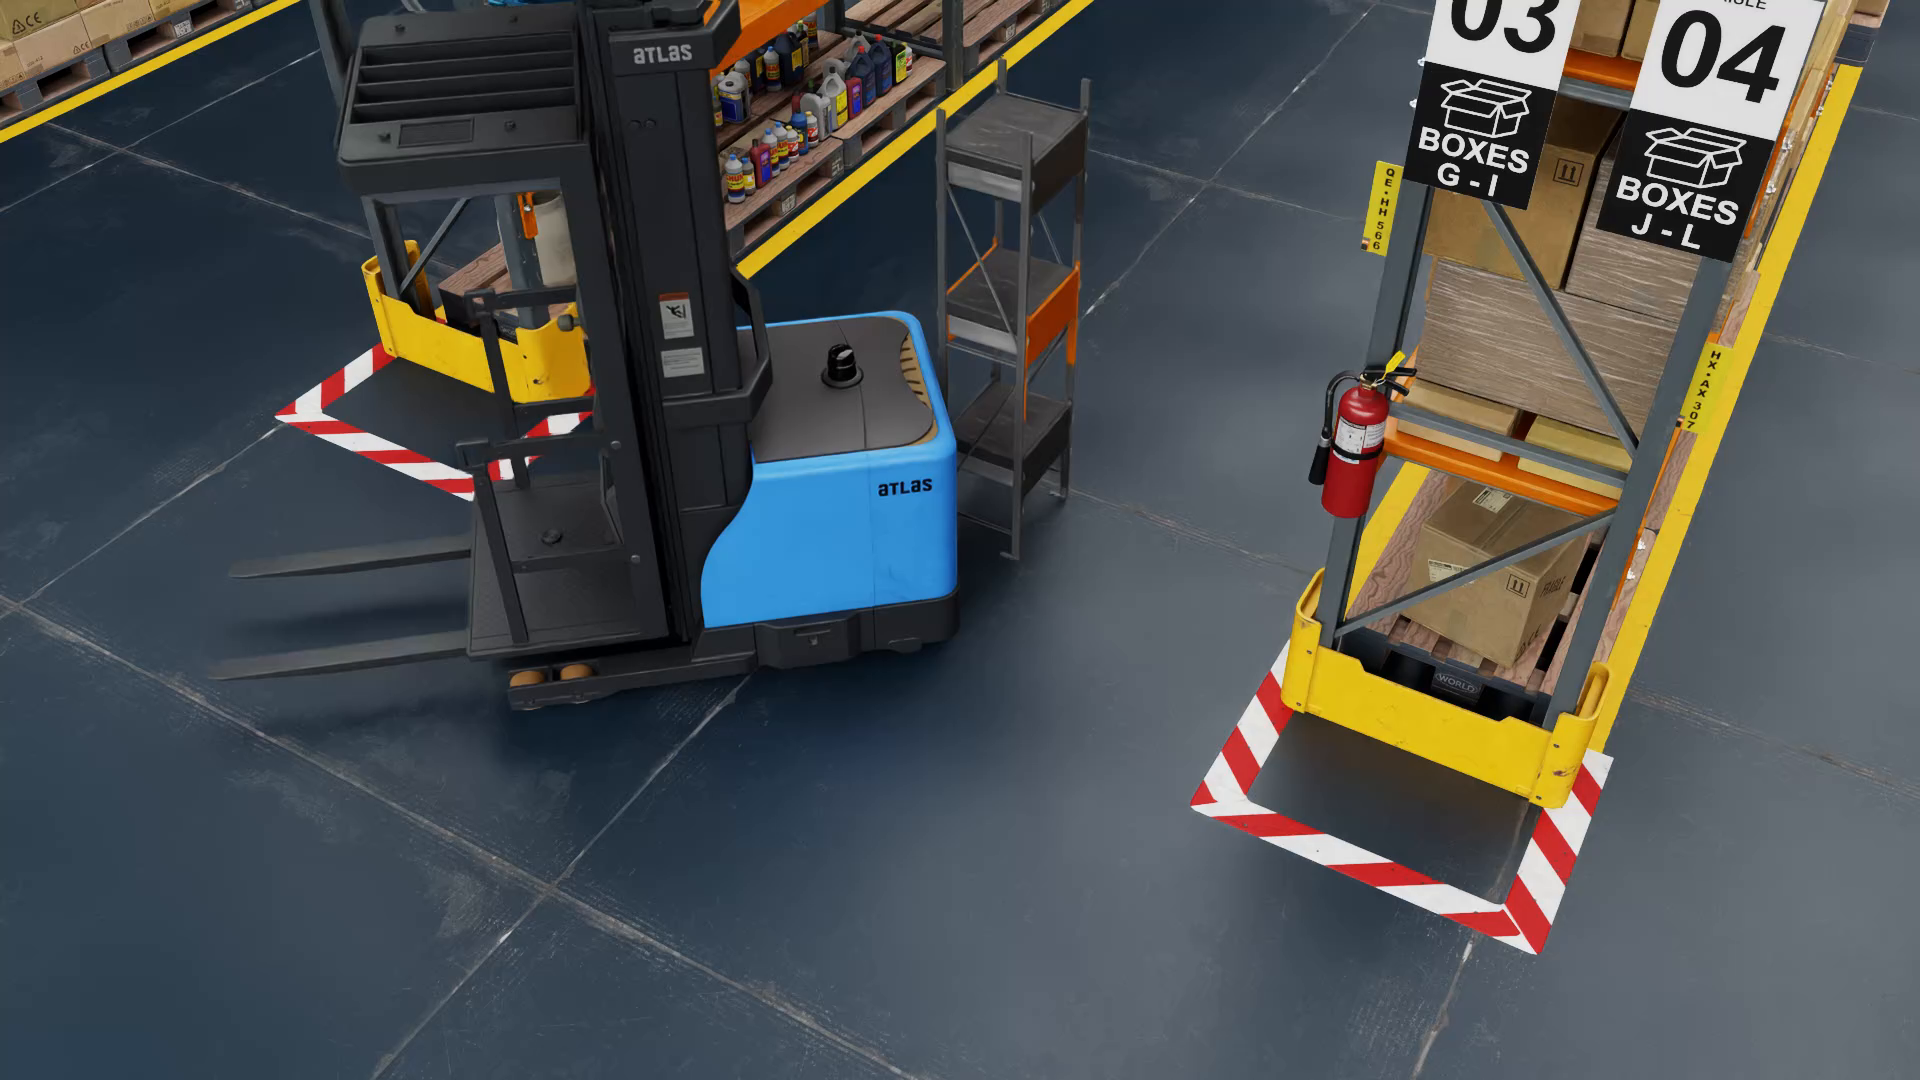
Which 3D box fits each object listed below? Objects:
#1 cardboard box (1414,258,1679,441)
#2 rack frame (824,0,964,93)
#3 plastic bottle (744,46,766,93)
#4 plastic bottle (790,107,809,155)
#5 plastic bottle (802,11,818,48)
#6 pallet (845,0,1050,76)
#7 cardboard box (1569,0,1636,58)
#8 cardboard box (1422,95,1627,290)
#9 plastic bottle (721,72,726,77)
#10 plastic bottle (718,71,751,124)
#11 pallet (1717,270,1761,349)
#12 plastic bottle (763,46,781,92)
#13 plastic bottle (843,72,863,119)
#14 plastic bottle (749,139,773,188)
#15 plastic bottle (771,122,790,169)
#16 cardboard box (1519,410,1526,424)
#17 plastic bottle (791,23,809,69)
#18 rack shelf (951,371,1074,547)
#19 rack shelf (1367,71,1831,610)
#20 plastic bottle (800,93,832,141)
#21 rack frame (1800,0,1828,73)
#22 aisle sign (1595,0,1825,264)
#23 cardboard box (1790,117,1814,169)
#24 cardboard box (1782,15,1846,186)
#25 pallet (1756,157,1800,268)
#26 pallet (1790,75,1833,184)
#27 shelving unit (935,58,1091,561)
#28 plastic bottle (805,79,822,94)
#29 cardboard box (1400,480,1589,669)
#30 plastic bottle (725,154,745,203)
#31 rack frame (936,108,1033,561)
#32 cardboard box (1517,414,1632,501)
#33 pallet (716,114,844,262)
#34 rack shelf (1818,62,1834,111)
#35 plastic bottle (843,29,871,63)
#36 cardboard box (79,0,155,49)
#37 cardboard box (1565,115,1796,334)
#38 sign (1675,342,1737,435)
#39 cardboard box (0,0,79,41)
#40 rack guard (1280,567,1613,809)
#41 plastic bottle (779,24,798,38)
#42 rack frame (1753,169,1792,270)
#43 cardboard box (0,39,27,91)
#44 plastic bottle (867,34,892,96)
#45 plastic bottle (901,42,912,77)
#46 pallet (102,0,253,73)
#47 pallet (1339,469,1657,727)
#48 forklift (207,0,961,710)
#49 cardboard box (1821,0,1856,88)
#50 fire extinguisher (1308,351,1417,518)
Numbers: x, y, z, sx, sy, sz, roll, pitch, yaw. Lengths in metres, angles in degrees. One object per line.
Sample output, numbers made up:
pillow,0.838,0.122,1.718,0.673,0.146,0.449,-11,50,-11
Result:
cardboard box,2.145,-0.779,5.880,0.875,0.500,0.500,21,45,22
rack frame,-0.440,-4.251,10.123,1.000,3.000,0.127,21,45,22
plastic bottle,-1.298,-2.989,10.362,0.144,0.351,0.185,19,45,20
plastic bottle,-0.942,-2.407,9.761,0.097,0.271,0.097,0,41,0
plastic bottle,-0.979,-3.355,10.837,0.097,0.271,0.097,0,41,0
pallet,-0.081,-3.667,11.569,1.003,0.211,1.213,21,45,22
cardboard box,1.867,-1.753,5.131,0.500,0.250,0.500,22,46,23
cardboard box,1.907,-1.245,5.652,0.500,0.500,0.500,21,45,22
plastic bottle,-1.460,-2.779,10.236,0.097,0.201,0.097,0,41,0
plastic bottle,-1.370,-2.683,10.071,0.152,0.276,0.135,21,45,22
pallet,3.542,-1.170,8.735,1.003,0.211,1.213,21,45,22
plastic bottle,-1.172,-2.945,10.371,0.097,0.271,0.097,0,41,0
plastic bottle,-0.655,-2.716,10.102,0.061,0.283,0.133,24,47,25
plastic bottle,-1.136,-2.166,9.478,0.061,0.283,0.133,22,46,23
plastic bottle,-1.043,-2.291,9.629,0.097,0.271,0.097,0,41,0
cardboard box,1.936,-0.604,6.172,0.380,0.149,0.250,21,45,22
plastic bottle,-1.025,-3.130,10.573,0.061,0.283,0.133,21,45,22
rack shelf,0.207,-0.366,7.473,0.431,0.518,0.480,20,45,21
rack shelf,2.847,-1.199,7.201,1.077,0.370,4.000,21,45,22
plastic bottle,-0.856,-2.544,9.912,0.152,0.276,0.135,22,46,23
rack frame,1.846,-2.576,3.681,1.000,3.000,0.127,21,45,22
aisle sign,2.075,-1.165,4.652,0.394,0.787,0.004,21,45,22
cardboard box,3.656,-1.855,7.593,0.380,0.149,0.250,21,45,22
cardboard box,2.863,-1.643,6.105,0.500,0.500,0.500,21,45,22
pallet,4.236,-2.012,9.691,1.003,0.211,1.213,21,45,22
pallet,4.846,-2.713,10.487,1.003,0.211,1.213,21,45,22
shelving unit,0.207,-0.902,7.001,0.431,2.100,0.503,20,45,21
plastic bottle,-0.872,-2.657,10.036,0.061,0.283,0.133,21,45,22
cardboard box,2.173,0.105,6.751,0.500,0.500,0.500,30,49,29
plastic bottle,-1.265,-2.038,9.341,0.097,0.271,0.097,0,41,0
rack frame,0.089,-0.761,6.841,0.400,2.100,0.015,20,45,21
cardboard box,2.195,-0.314,5.843,0.380,0.149,0.250,21,45,22
pallet,-1.422,-2.133,9.828,1.003,0.211,1.213,21,45,22
rack shelf,4.849,-3.487,9.800,1.077,0.370,4.000,21,45,22
plastic bottle,-0.638,-3.006,10.380,0.144,0.351,0.185,21,45,22
cardboard box,-5.770,-3.535,11.072,0.500,0.250,0.500,21,45,22
cardboard box,2.357,-1.073,5.457,0.500,0.500,0.500,21,45,22
sign,2.316,-0.470,5.174,0.100,0.325,0.005,21,45,22
cardboard box,-6.019,-3.530,10.499,0.500,0.500,0.500,21,45,22
rack guard,1.884,0.571,6.539,1.175,0.500,0.348,21,45,22
plastic bottle,-1.117,-3.162,10.615,0.152,0.276,0.135,23,46,24
rack frame,3.848,-2.613,8.263,1.000,3.000,0.127,21,45,22
cardboard box,-6.268,-2.961,10.421,0.500,0.250,0.500,21,45,22
plastic bottle,-0.513,-2.958,10.326,0.144,0.351,0.185,20,45,21
plastic bottle,-0.352,-3.055,10.550,0.097,0.201,0.097,0,41,0
pallet,-5.771,-3.703,11.610,1.003,0.211,1.213,21,45,22
pallet,2.321,0.226,7.149,1.003,0.211,1.213,21,45,22
forklift,-1.566,-0.787,6.242,3.031,2.935,1.130,-7,42,-8
cardboard box,3.361,-2.216,6.755,0.500,0.500,0.500,21,45,22
fire extinguisher,1.390,-0.382,5.788,0.296,0.674,0.183,21,45,22
